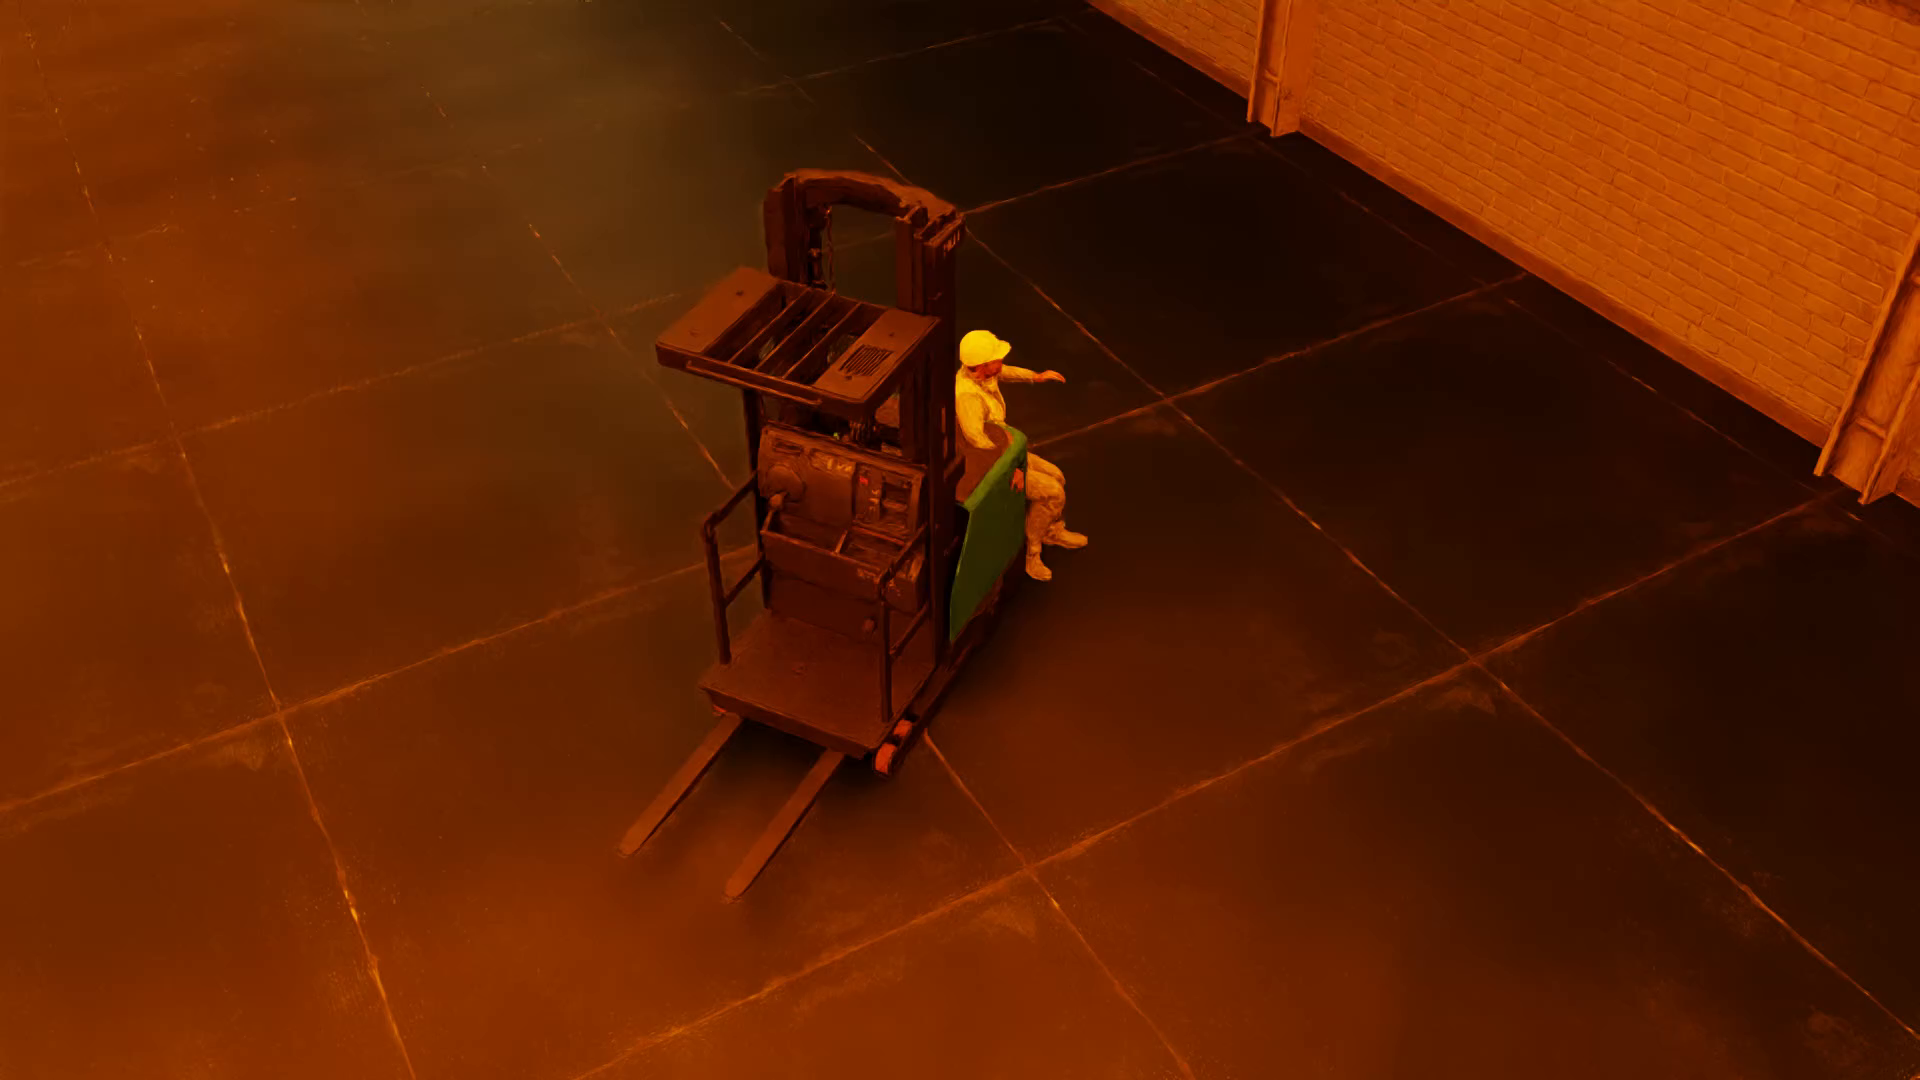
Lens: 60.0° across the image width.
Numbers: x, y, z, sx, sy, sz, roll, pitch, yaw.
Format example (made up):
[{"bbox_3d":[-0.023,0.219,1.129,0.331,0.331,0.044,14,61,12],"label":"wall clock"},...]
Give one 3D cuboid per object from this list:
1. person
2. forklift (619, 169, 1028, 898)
[{"bbox_3d":[0.361,-0.540,9.784,0.862,1.539,0.966,-3,40,-4],"label":"person"},{"bbox_3d":[-0.706,-0.212,8.291,1.130,2.935,3.031,17,43,20],"label":"forklift"}]
